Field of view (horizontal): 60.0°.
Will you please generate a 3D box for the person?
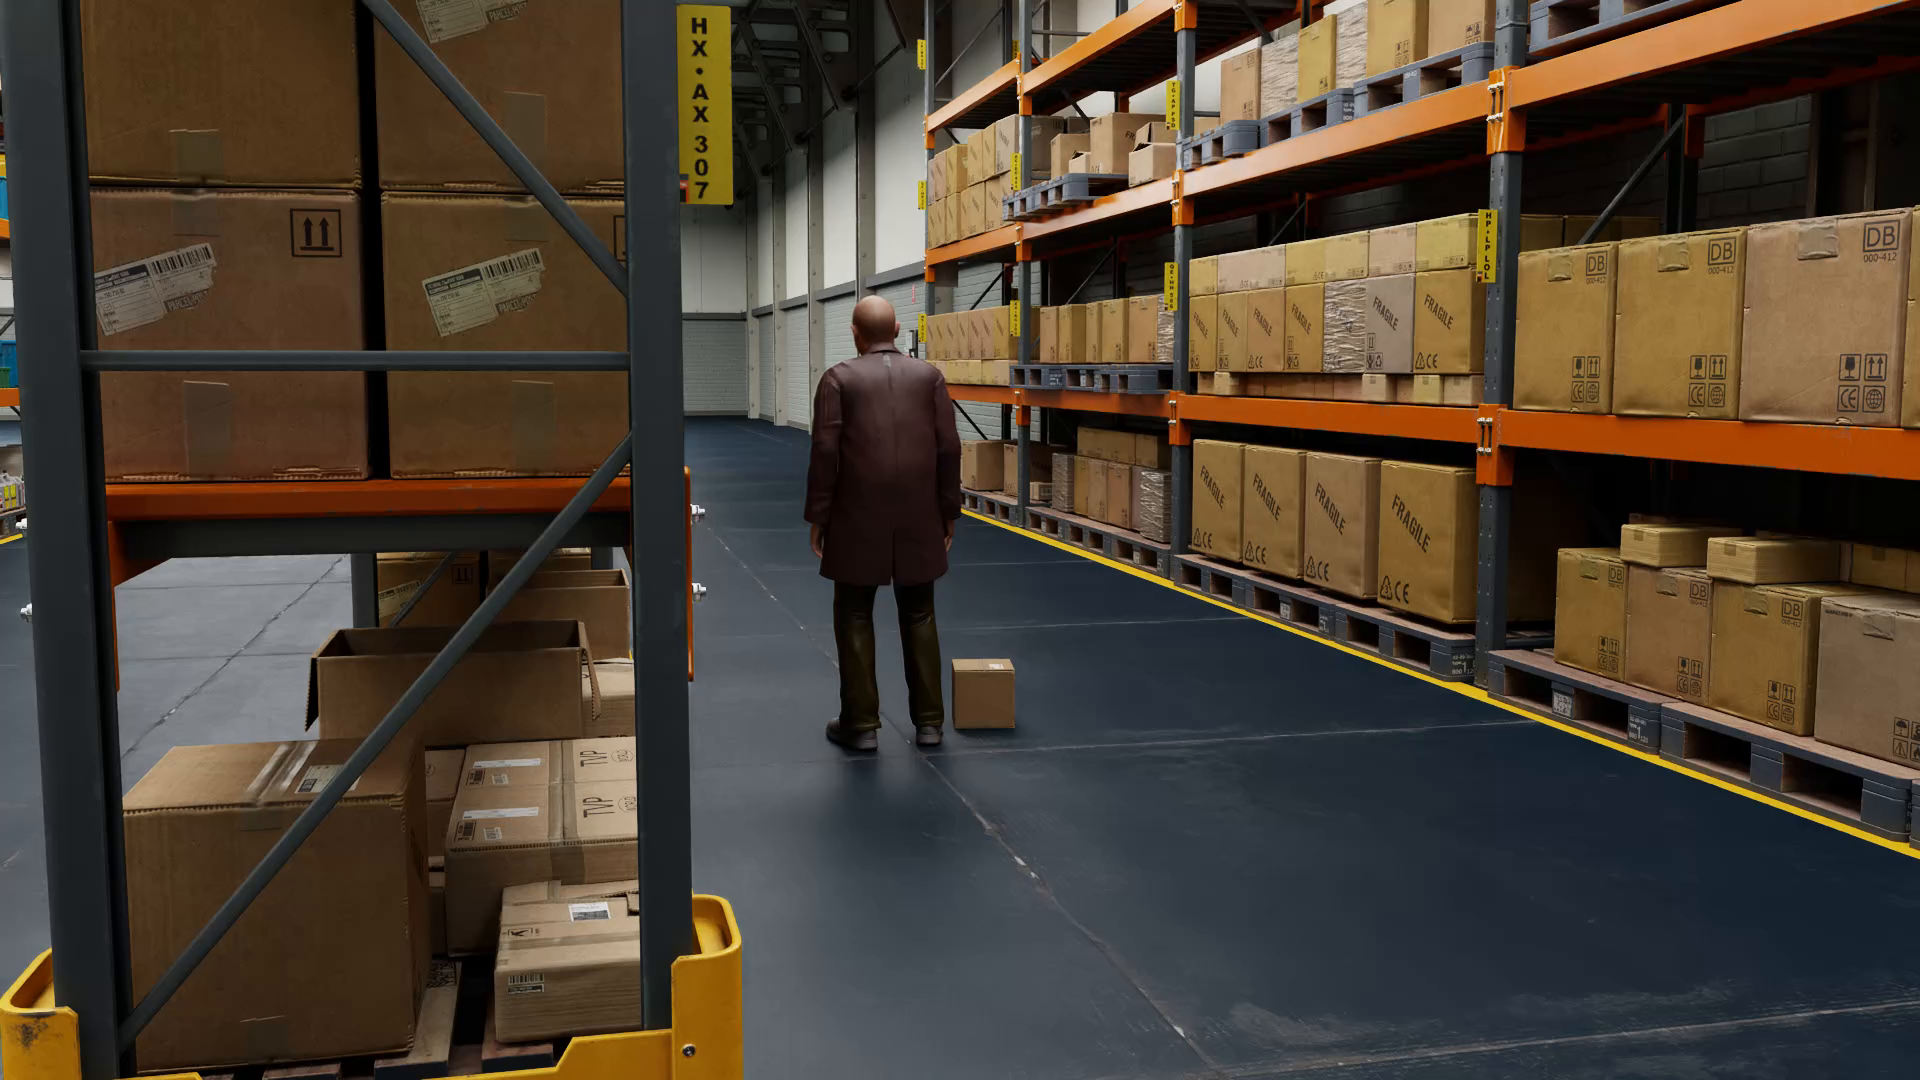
[{"bbox_3d":[-0.303,-0.073,6.579,0.639,1.773,0.429,-2,6,-17],"label":"person"}]
